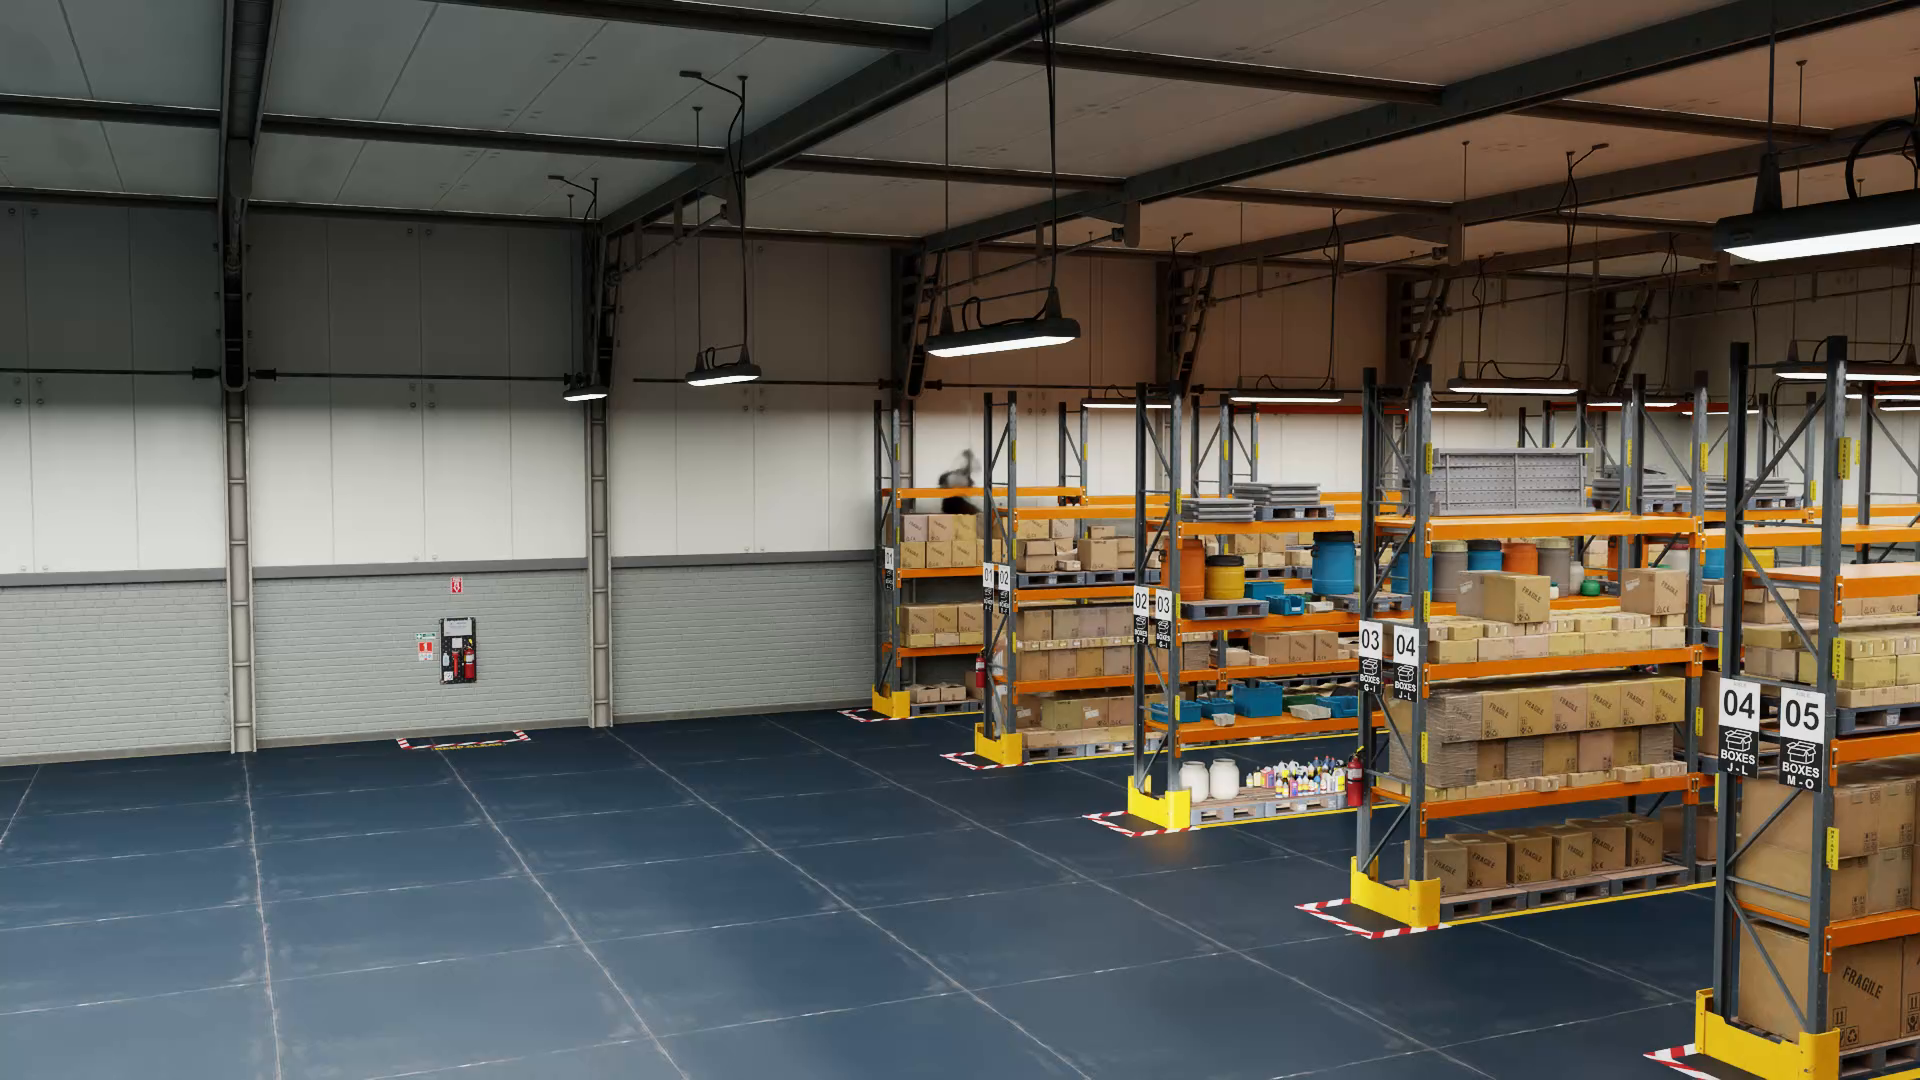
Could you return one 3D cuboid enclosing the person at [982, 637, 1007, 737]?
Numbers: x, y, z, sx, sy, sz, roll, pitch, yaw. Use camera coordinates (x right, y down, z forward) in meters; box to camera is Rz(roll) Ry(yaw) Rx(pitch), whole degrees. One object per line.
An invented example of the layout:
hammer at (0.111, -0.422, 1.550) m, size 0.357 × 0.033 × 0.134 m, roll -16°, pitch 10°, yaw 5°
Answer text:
person at (0.692, 2.565, 29.039) m, size 0.614 × 1.736 × 0.718 m, roll -2°, pitch 4°, yaw -31°
